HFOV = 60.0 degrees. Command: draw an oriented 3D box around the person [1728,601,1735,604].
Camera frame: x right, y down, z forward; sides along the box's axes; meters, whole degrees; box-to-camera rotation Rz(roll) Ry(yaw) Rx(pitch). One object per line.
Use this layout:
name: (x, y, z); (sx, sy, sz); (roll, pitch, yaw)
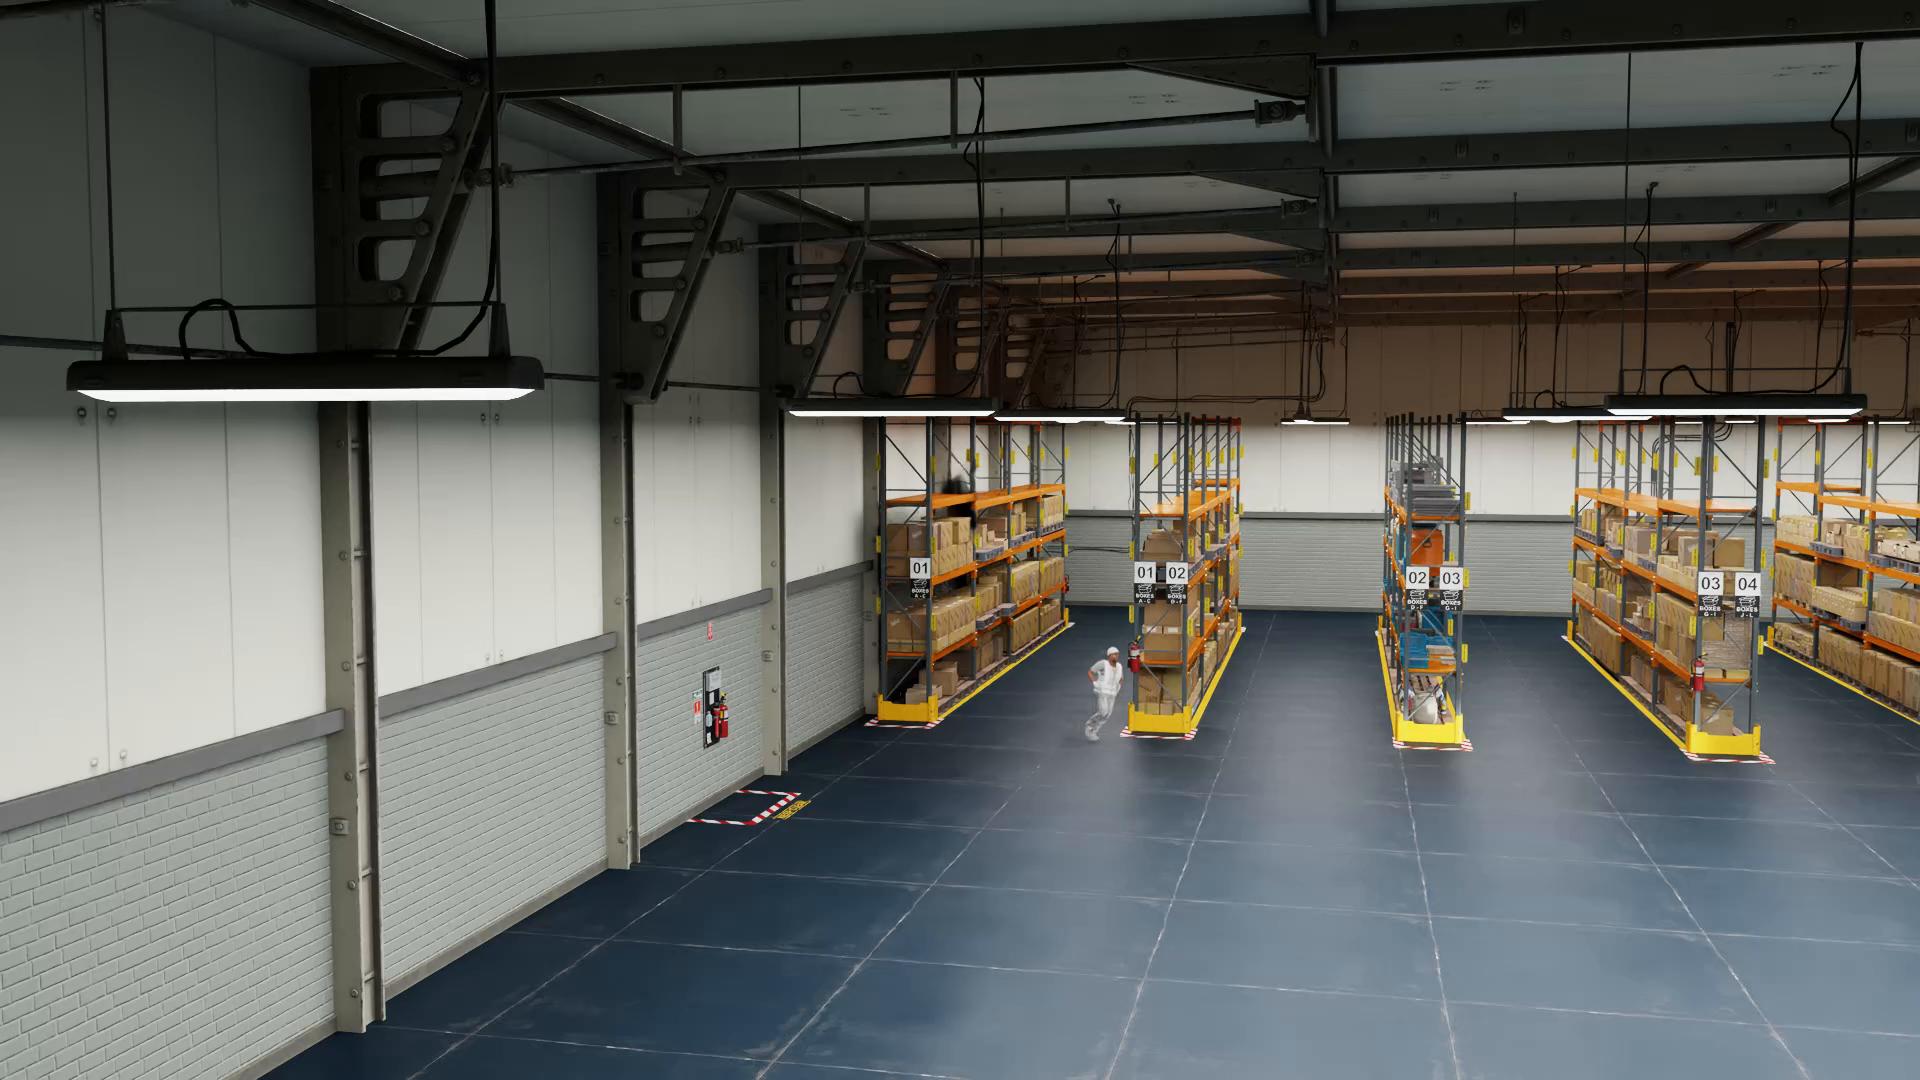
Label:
person: (19.930, 1.978, 43.458); (0.614, 1.620, 0.512); (3, 5, 34)

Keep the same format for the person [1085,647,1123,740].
person: (2.690, 2.807, 30.409); (0.738, 1.686, 0.569); (-2, 5, -32)
